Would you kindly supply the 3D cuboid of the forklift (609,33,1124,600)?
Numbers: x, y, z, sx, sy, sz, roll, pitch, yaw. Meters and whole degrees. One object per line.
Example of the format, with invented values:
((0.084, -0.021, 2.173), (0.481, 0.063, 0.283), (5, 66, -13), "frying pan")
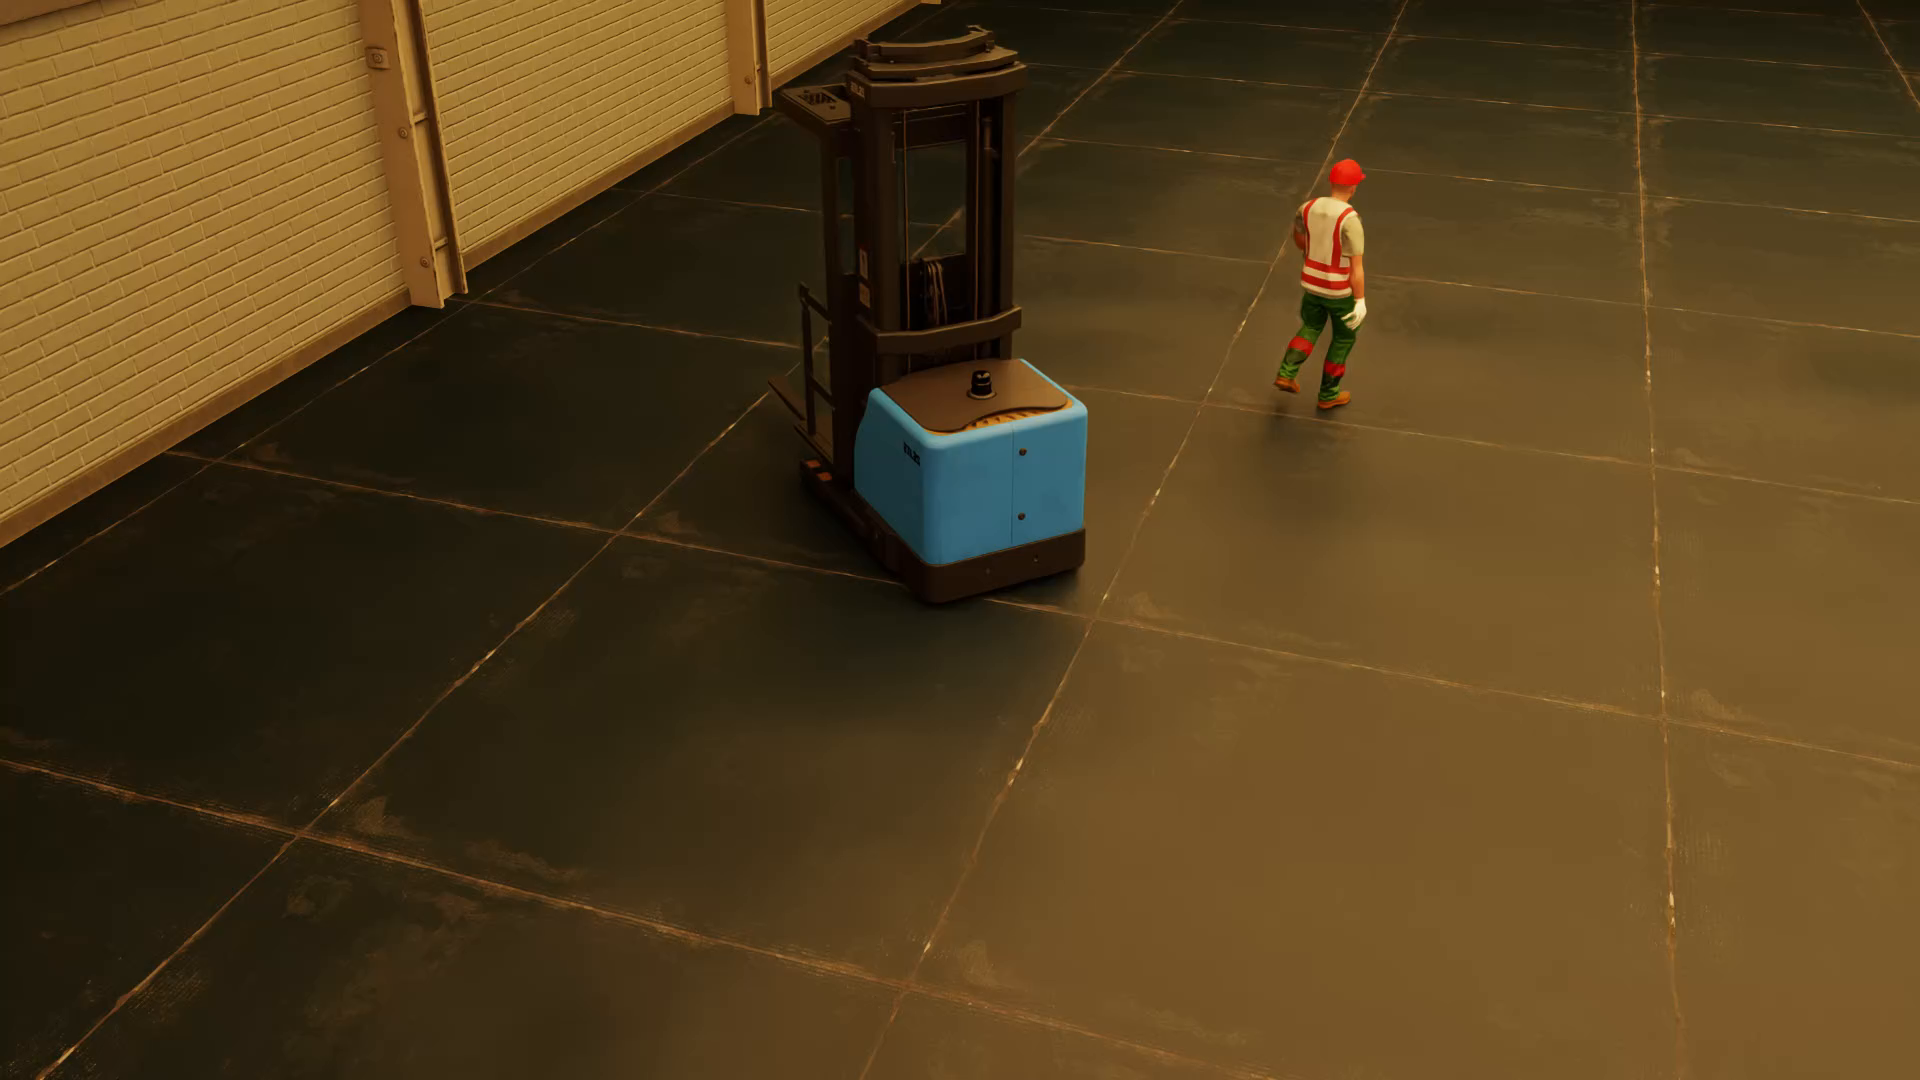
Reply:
((-0.603, -1.333, 9.475), (3.031, 2.935, 1.130), (8, 31, 14), "forklift")

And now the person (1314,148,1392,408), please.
((2.714, -1.808, 11.477), (0.448, 1.777, 0.607), (-21, 36, -32), "person")
